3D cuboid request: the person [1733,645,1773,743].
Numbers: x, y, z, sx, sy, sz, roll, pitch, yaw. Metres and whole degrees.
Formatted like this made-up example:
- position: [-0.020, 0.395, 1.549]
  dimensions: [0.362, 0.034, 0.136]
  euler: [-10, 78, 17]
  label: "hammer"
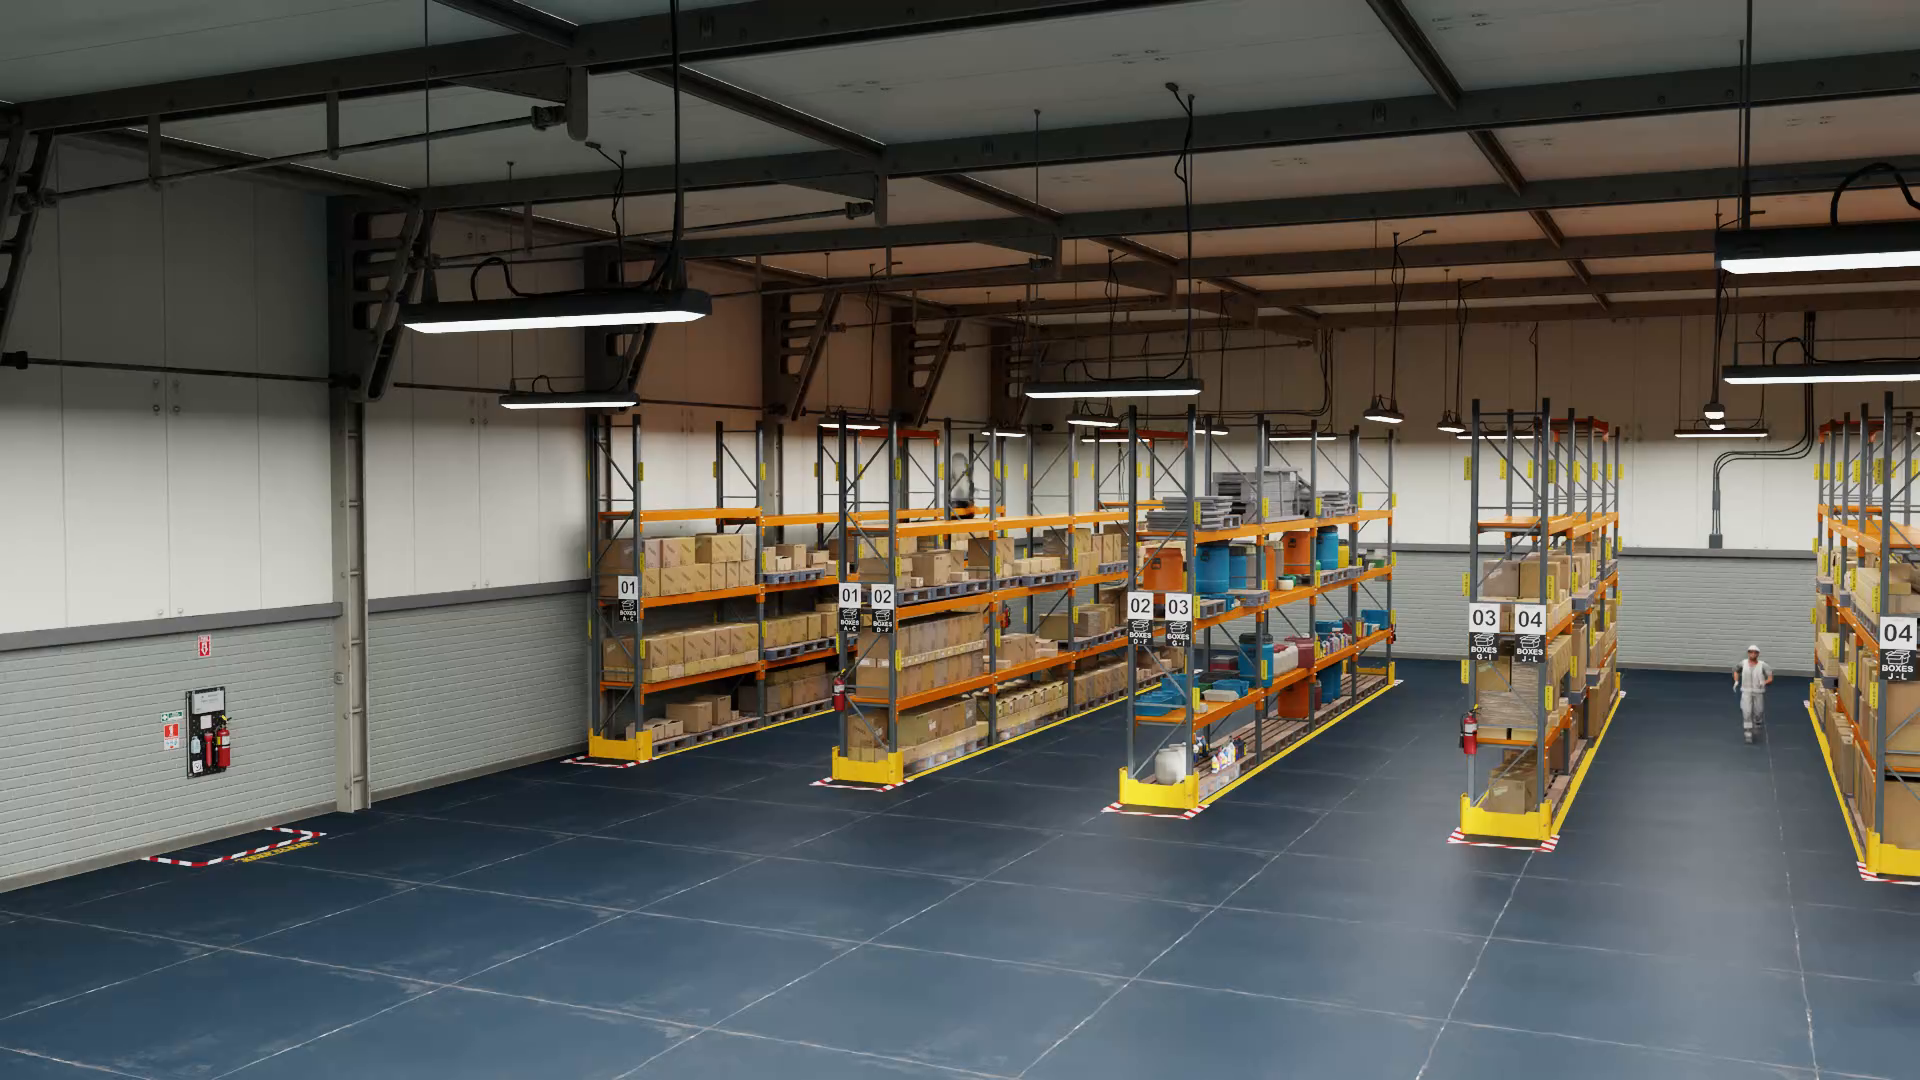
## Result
- position: [14.651, 2.826, 30.741]
  dimensions: [0.678, 1.770, 0.975]
  euler: [1, 3, 29]
  label: "person"
